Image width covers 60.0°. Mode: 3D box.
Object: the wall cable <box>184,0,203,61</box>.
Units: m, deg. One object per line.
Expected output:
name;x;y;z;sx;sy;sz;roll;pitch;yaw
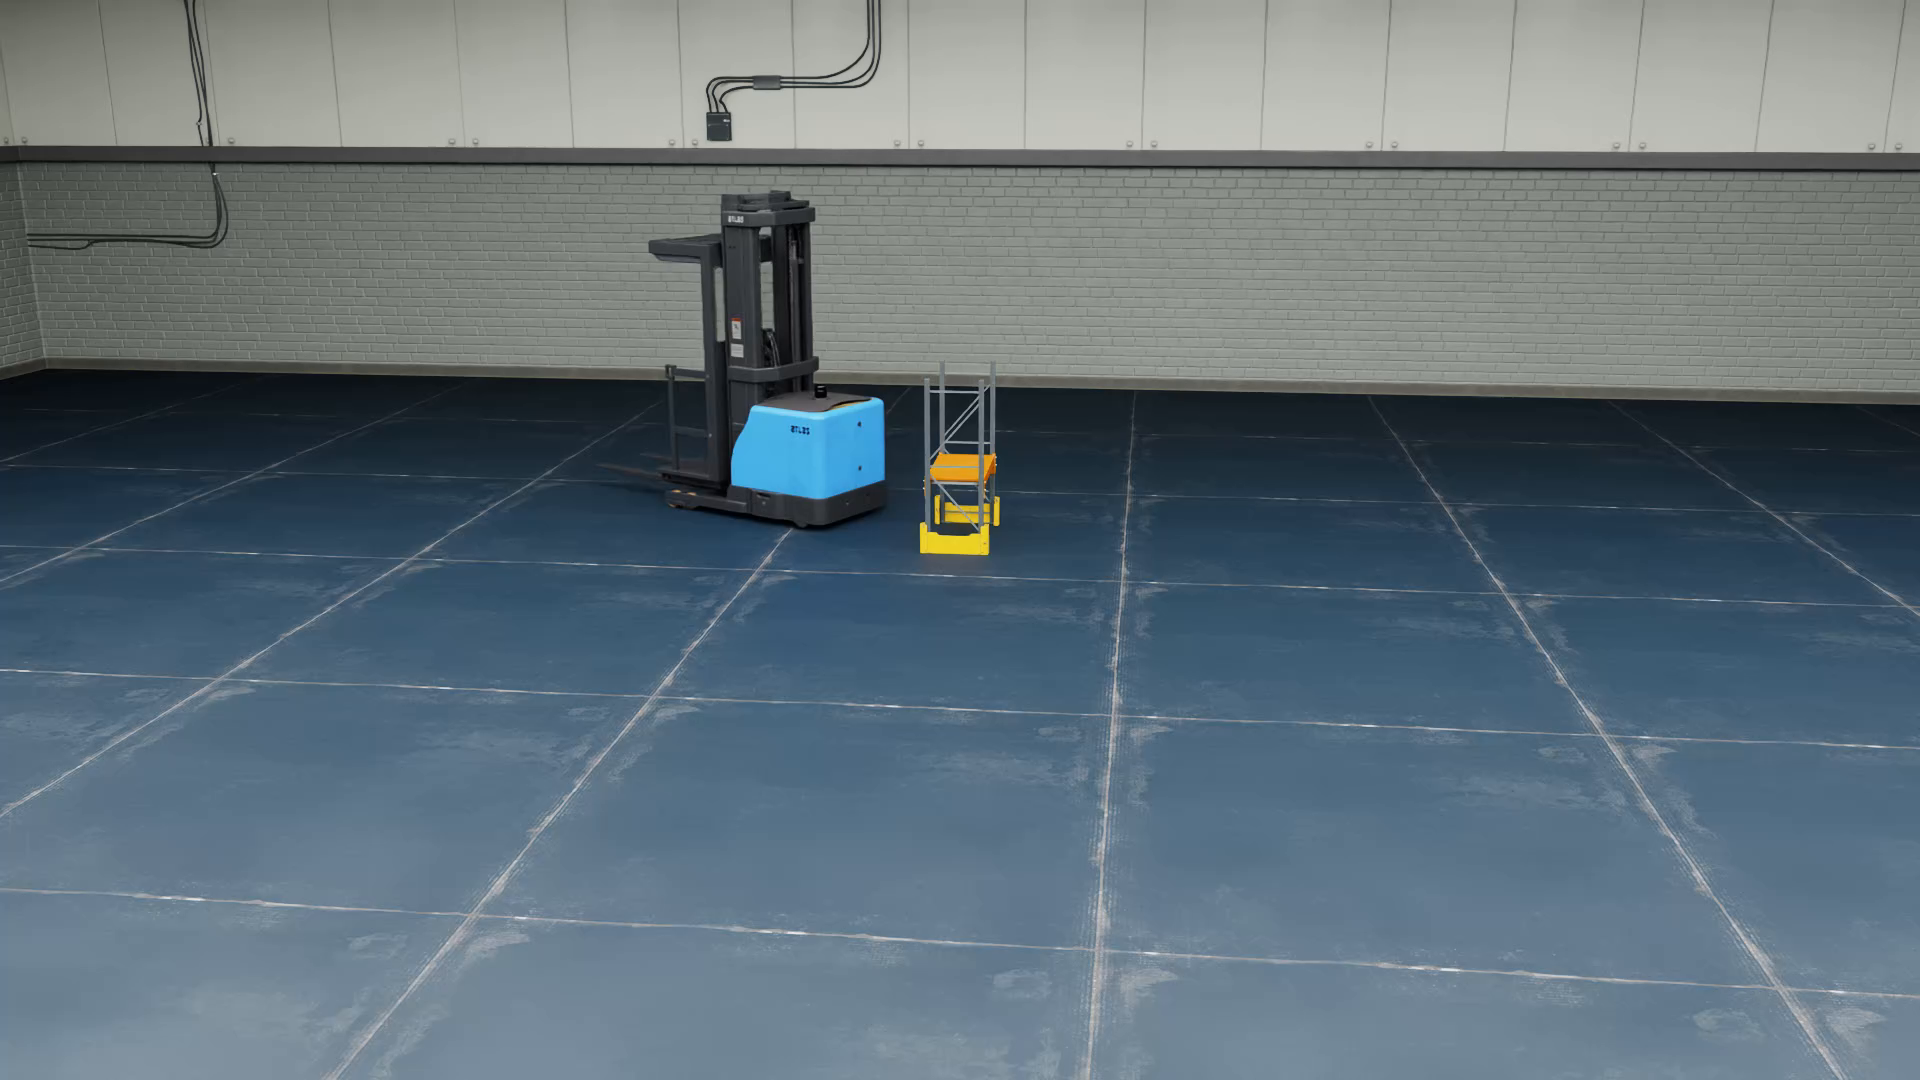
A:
wall cable;-8.899;-7.600;21.803;3.097;2.526;0.112;2;15;6

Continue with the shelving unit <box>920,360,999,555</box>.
shelving unit;0.009;-0.744;14.539;0.587;1.500;1.083;2;15;6

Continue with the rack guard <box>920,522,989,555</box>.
rack guard;-0.048;-0.011;14.225;0.587;0.250;0.087;2;15;6

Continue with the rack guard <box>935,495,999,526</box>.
rack guard;0.065;-0.270;15.180;0.587;0.250;0.087;2;15;6

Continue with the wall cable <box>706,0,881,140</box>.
wall cable;-2.156;-8.099;20.859;2.305;6.003;0.169;2;15;6

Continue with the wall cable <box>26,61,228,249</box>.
wall cable;-11.587;-5.242;22.757;3.097;2.526;0.112;2;15;6

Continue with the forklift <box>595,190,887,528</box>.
forklift;-2.197;-1.800;15.705;3.031;2.935;1.130;10;18;33

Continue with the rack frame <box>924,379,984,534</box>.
rack frame;-0.048;-0.614;14.061;0.500;1.500;0.032;2;15;6

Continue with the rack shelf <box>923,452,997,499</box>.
rack shelf;0.010;-0.572;14.595;0.538;0.185;1.000;2;15;6

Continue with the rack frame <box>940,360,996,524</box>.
rack frame;0.067;-0.878;15.036;0.500;1.500;0.032;2;15;6
